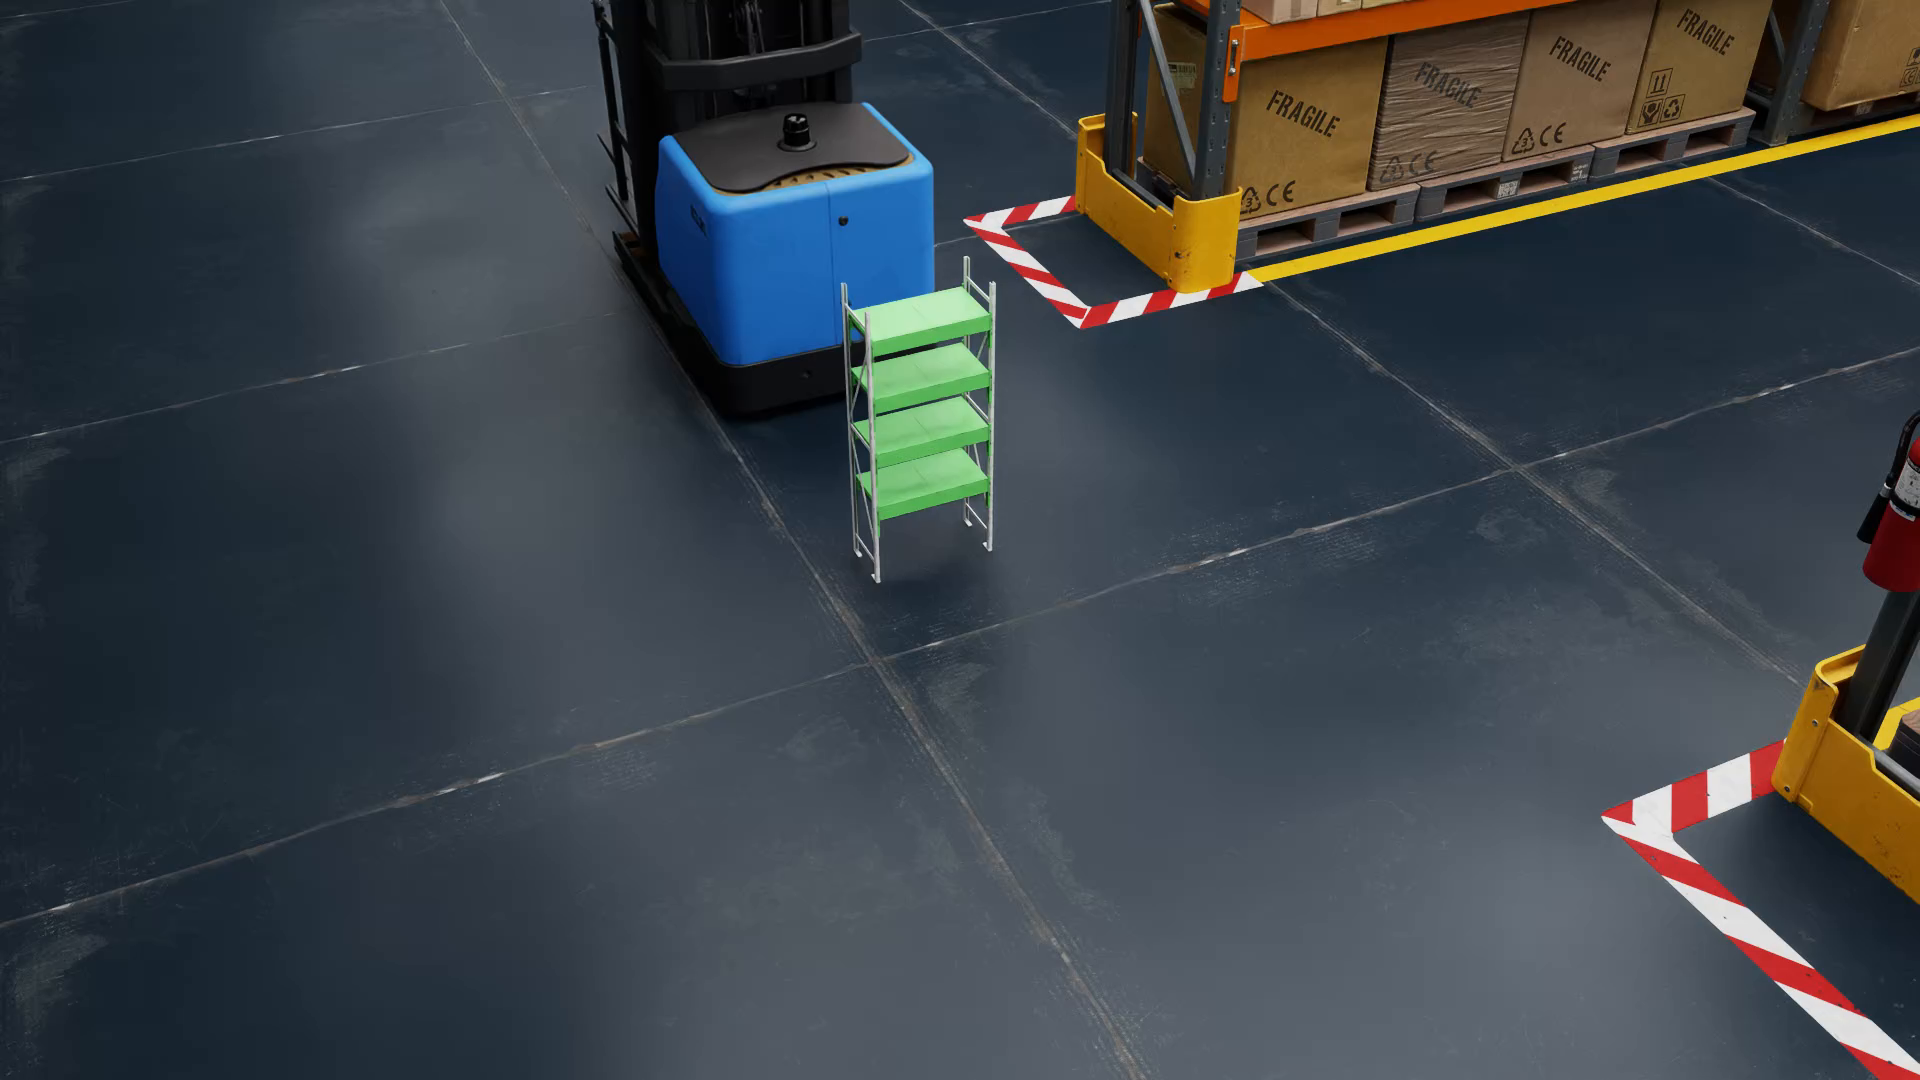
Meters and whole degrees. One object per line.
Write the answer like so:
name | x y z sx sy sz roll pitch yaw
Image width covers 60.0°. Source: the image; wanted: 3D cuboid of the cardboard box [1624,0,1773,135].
cardboard box | 4.032 -3.009 9.720 0.875 0.875 0.875 -16 39 -20

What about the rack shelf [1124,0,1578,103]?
rack shelf | 2.853 -3.022 8.911 4.000 0.370 1.077 -16 39 -20

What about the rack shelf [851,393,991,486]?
rack shelf | -0.150 -0.389 6.374 0.480 0.148 0.258 -16 39 -20

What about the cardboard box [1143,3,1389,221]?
cardboard box | 1.588 -2.326 8.798 0.875 0.875 0.875 -16 39 -20

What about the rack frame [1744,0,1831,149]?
rack frame | 4.664 -3.818 9.379 0.127 3.000 1.000 -16 39 -20

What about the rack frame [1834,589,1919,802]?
rack frame | 3.147 -0.134 4.413 0.127 3.000 1.000 -16 39 -20

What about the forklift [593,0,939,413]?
forklift | -1.159 -2.612 7.811 1.130 2.935 3.031 -15 39 -19

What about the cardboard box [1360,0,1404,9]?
cardboard box | 1.968 -2.747 8.146 0.250 0.149 0.380 -17 40 -21

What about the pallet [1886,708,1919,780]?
pallet | 3.910 0.798 5.497 1.213 0.211 1.003 -16 39 -20

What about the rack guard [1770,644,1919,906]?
rack guard | 3.131 0.883 5.140 0.348 0.500 1.175 -16 39 -20

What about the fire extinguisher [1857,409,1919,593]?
fire extinguisher | 2.818 -0.160 4.826 0.183 0.674 0.296 -16 39 -20

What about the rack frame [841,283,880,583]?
rack frame | -0.371 -0.378 6.253 0.015 1.200 0.240 -16 39 -20

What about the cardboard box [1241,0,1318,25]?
cardboard box | 1.504 -2.616 7.970 0.250 0.149 0.380 -15 39 -19

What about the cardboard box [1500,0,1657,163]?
cardboard box | 3.217 -2.781 9.413 0.875 0.875 0.875 -16 39 -20

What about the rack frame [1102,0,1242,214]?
rack frame | 1.043 -2.805 8.014 0.127 3.000 1.000 -16 39 -20

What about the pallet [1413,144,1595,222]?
pallet | 2.836 -2.236 9.588 1.213 0.211 1.003 -16 39 -20

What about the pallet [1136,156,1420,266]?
pallet | 1.733 -1.930 9.175 1.213 0.211 1.003 -16 39 -20

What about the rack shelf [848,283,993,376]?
rack shelf | -0.150 -0.774 6.088 0.480 0.148 0.258 -16 39 -20

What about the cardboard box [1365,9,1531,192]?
cardboard box | 2.412 -2.556 9.109 0.875 0.875 0.875 -16 39 -20

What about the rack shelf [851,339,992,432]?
rack shelf | -0.150 -0.581 6.231 0.480 0.148 0.258 -16 39 -20

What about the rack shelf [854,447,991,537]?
rack shelf | -0.150 -0.196 6.517 0.480 0.148 0.258 -16 39 -20

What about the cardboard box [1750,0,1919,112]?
cardboard box | 5.235 -3.306 10.120 0.875 0.875 1.225 -15 39 -20

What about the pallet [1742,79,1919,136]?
pallet | 5.330 -2.934 10.528 1.213 0.211 1.003 -16 39 -20

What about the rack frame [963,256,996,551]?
rack frame | 0.071 -0.502 6.419 0.015 1.200 0.240 -16 39 -20

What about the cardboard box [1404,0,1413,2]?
cardboard box | 2.203 -2.813 8.236 0.250 0.149 0.380 -16 40 -21

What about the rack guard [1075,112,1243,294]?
rack guard | 1.021 -1.795 8.751 0.348 0.500 1.175 -16 39 -20

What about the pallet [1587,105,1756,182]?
pallet | 3.942 -2.547 10.007 1.213 0.211 1.003 -16 39 -20

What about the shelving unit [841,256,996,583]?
shelving unit | -0.150 -0.440 6.336 0.503 1.200 0.258 -16 39 -20

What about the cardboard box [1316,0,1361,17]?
cardboard box | 1.736 -2.682 8.059 0.250 0.149 0.380 -16 40 -21
